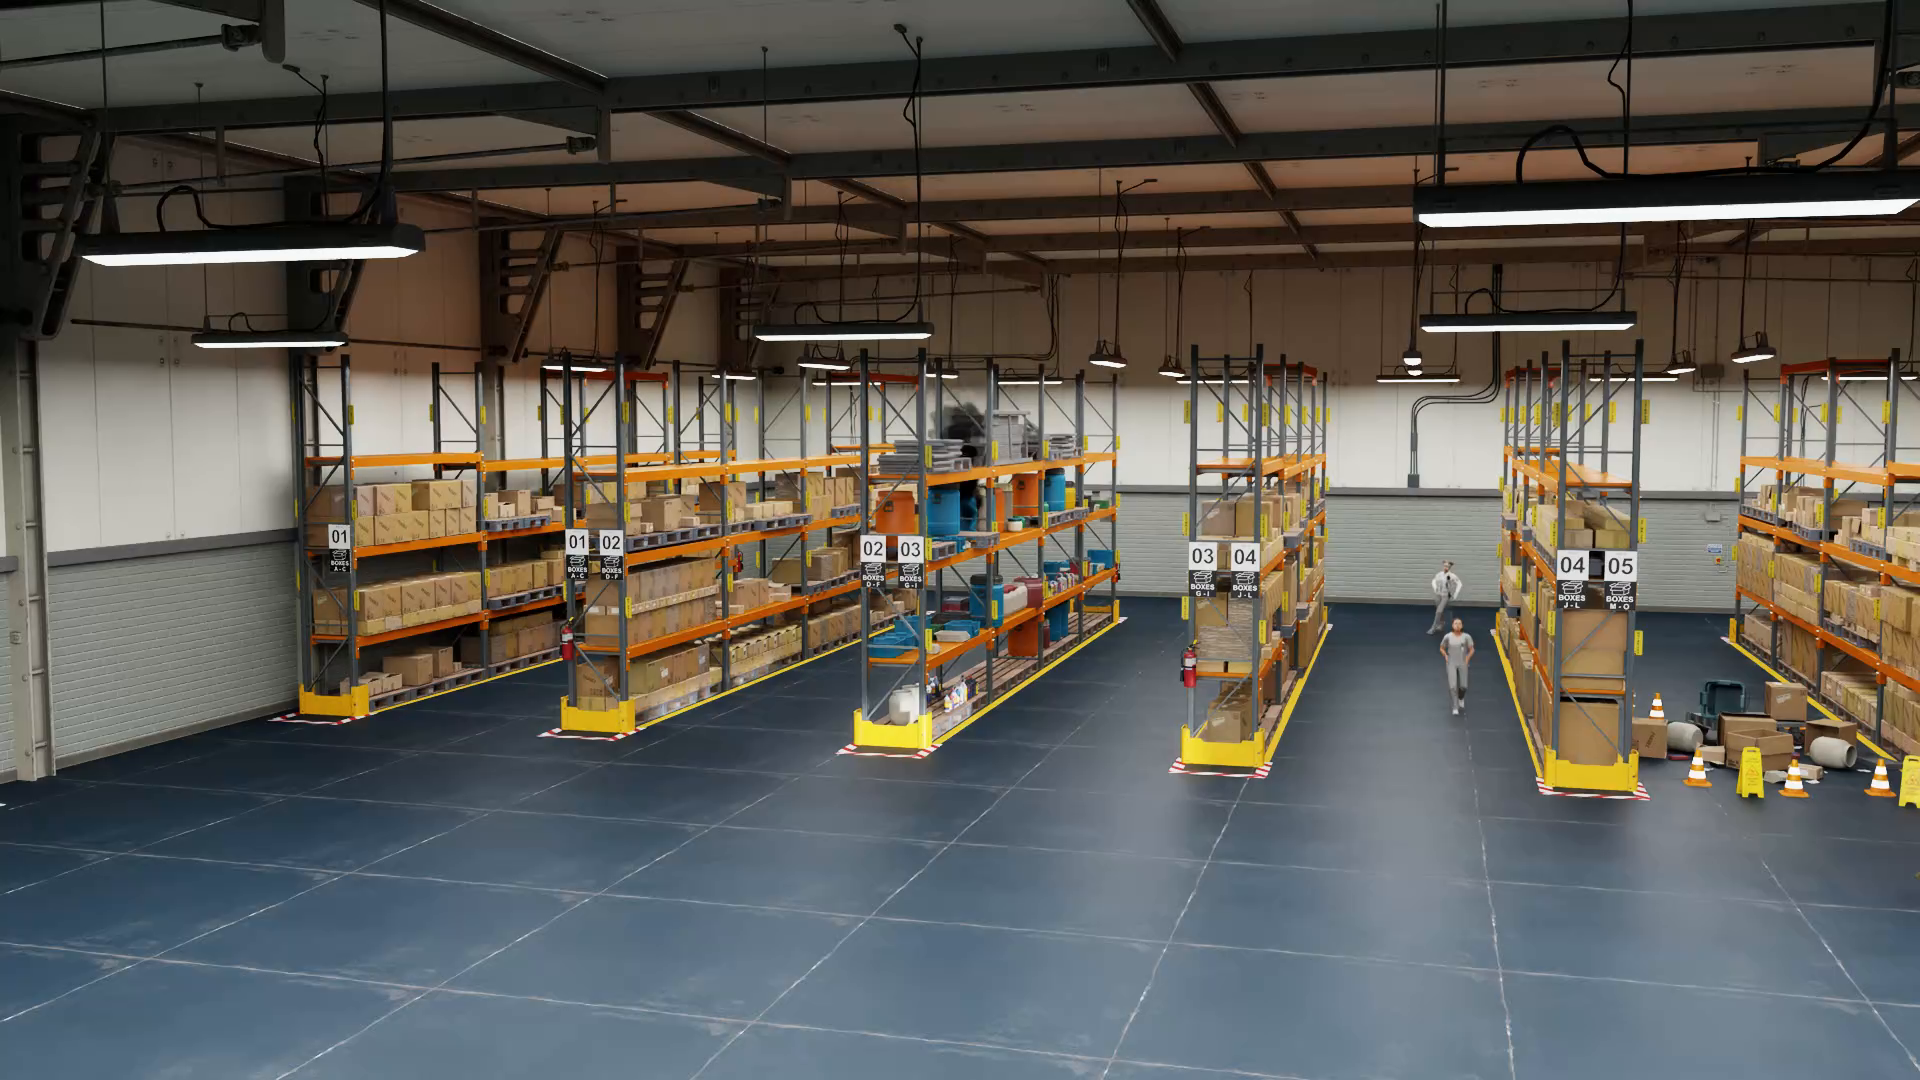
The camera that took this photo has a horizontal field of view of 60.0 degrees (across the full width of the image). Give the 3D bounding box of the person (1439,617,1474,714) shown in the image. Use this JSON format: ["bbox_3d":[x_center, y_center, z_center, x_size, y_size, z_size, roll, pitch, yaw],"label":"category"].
[{"bbox_3d":[8.320,2.101,27.863,0.561,1.620,0.588,1,4,15],"label":"person"}]

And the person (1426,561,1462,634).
[{"bbox_3d":[11.087,1.294,38.045,0.885,1.666,0.676,-4,6,-45],"label":"person"}]
